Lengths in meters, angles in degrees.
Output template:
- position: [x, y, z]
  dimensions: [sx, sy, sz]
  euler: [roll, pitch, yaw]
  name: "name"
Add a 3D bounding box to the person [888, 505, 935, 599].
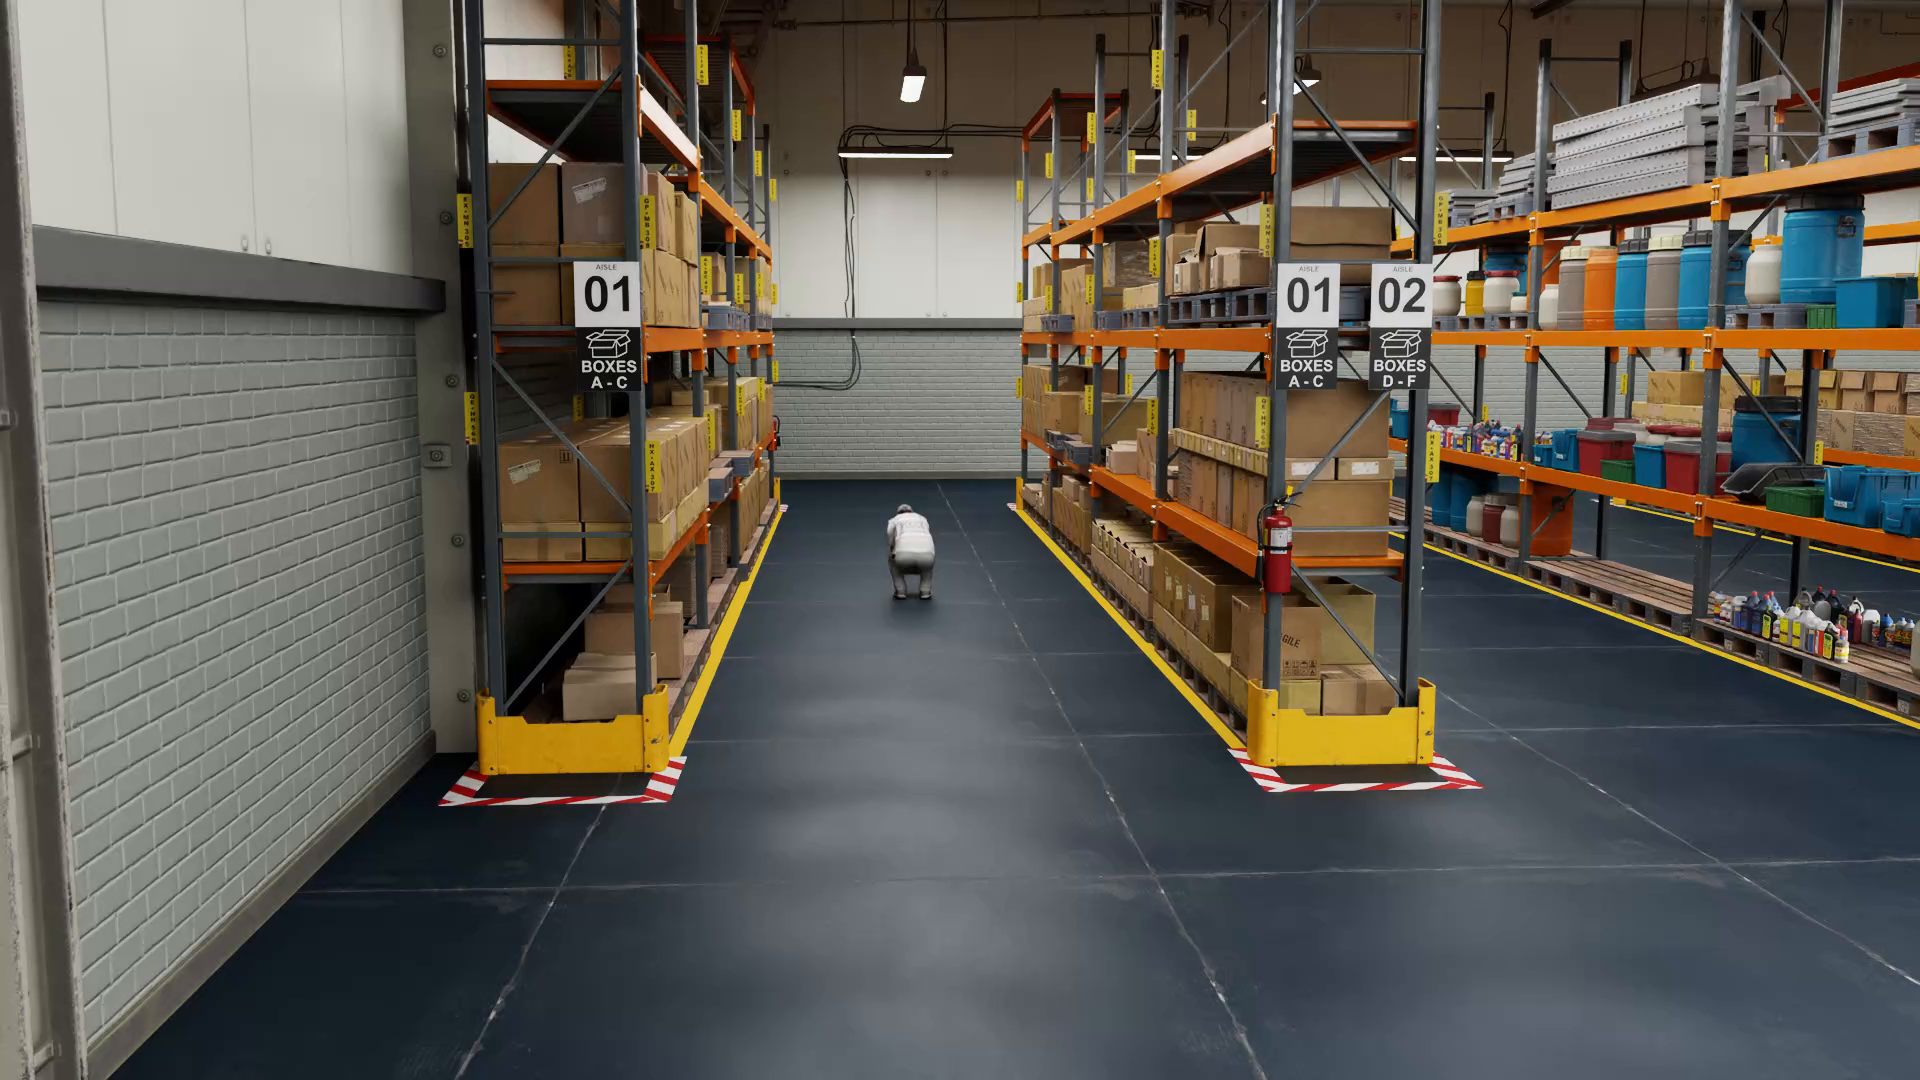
- position: [-0.515, 0.131, 17.657]
  dimensions: [0.497, 0.955, 0.861]
  euler: [-1, 7, -5]
  name: "person"
